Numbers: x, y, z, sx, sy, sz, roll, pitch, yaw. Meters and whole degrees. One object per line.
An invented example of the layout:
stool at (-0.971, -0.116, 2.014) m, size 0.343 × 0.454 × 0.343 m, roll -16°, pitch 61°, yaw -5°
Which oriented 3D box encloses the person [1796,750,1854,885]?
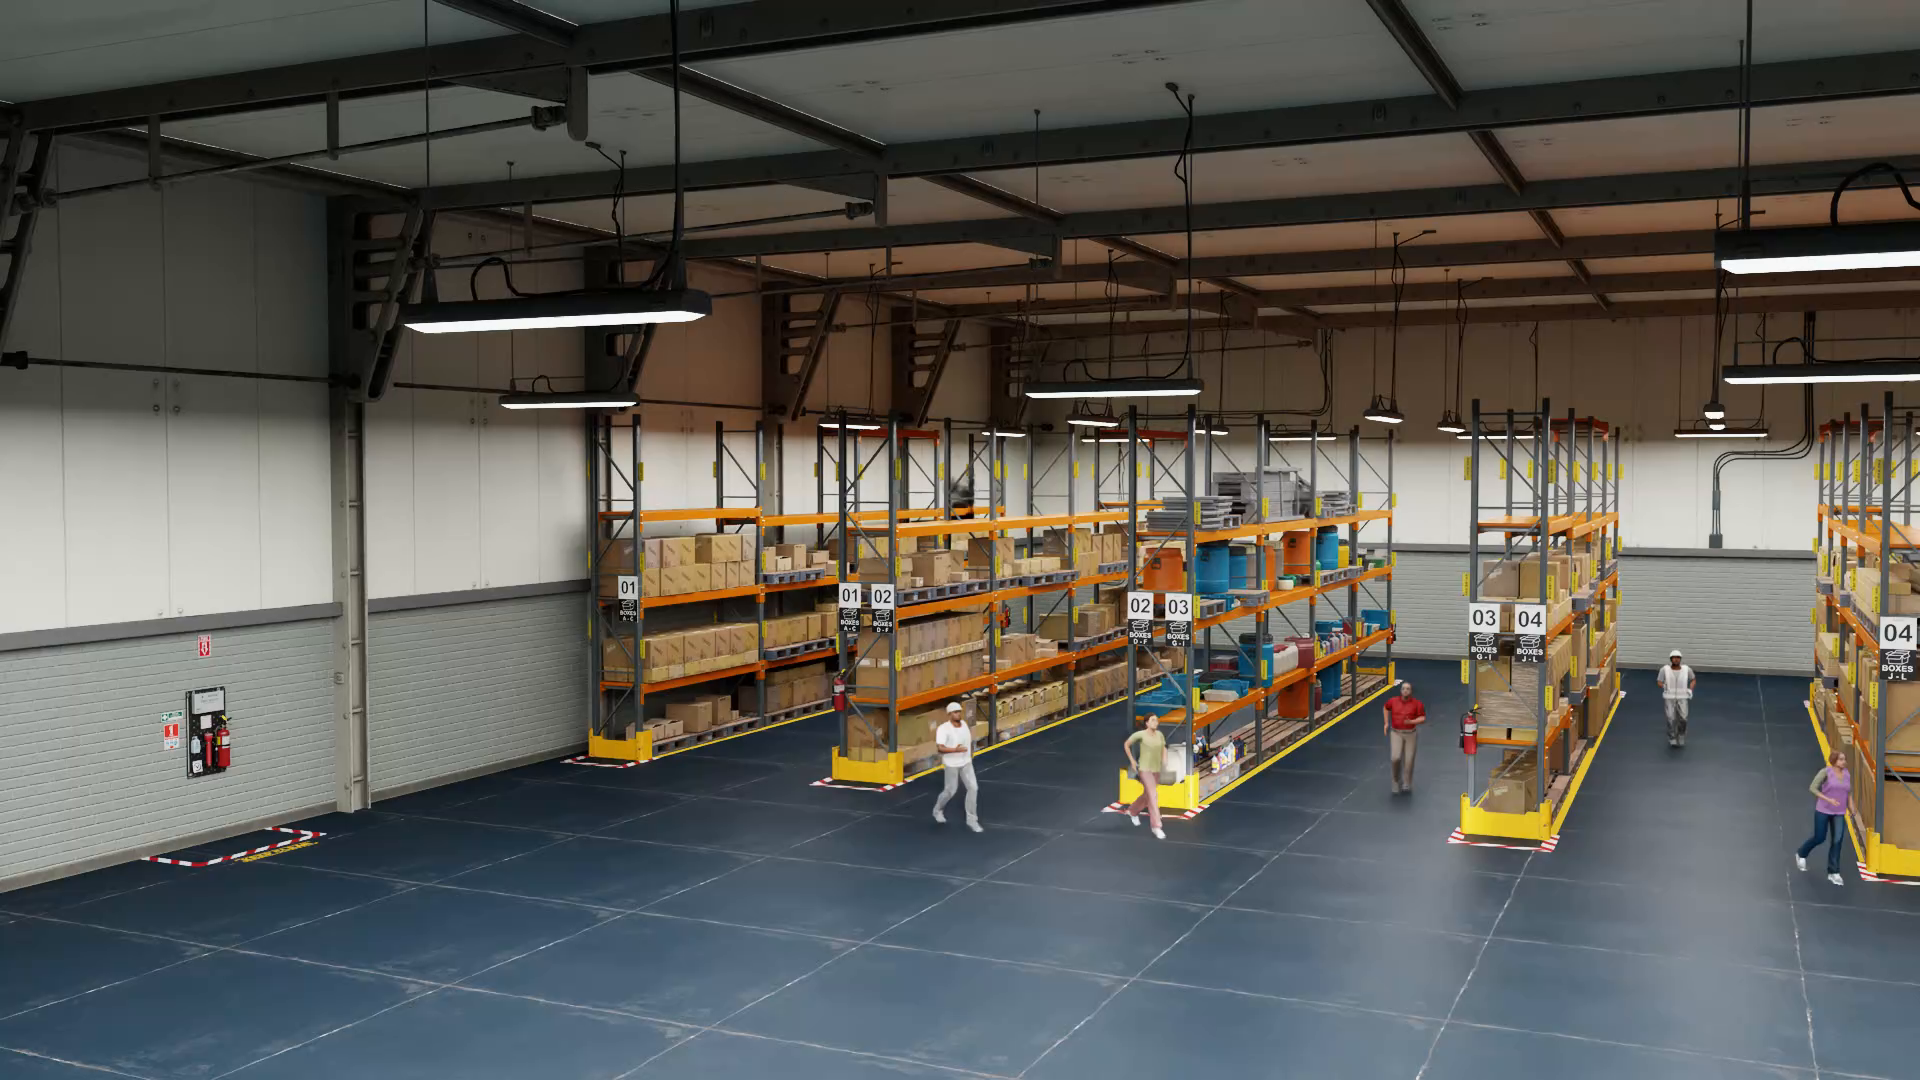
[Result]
person at (10.708, 3.360, 20.394) m, size 0.581 × 1.590 × 0.806 m, roll 0°, pitch 2°, yaw -1°

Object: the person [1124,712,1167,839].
person at (2.610, 3.223, 23.045) m, size 0.589 × 1.699 × 0.912 m, roll -1°, pitch 3°, yaw -33°

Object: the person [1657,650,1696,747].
person at (12.967, 2.876, 30.092) m, size 0.656 × 1.743 × 0.629 m, roll 1°, pitch 3°, yaw 21°

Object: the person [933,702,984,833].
person at (-0.028, 3.162, 23.326) m, size 0.704 × 1.785 × 0.896 m, roll -2°, pitch 3°, yaw -37°

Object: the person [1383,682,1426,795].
person at (6.904, 3.090, 25.857) m, size 0.649 × 1.763 × 0.697 m, roll 1°, pitch 2°, yaw 16°
